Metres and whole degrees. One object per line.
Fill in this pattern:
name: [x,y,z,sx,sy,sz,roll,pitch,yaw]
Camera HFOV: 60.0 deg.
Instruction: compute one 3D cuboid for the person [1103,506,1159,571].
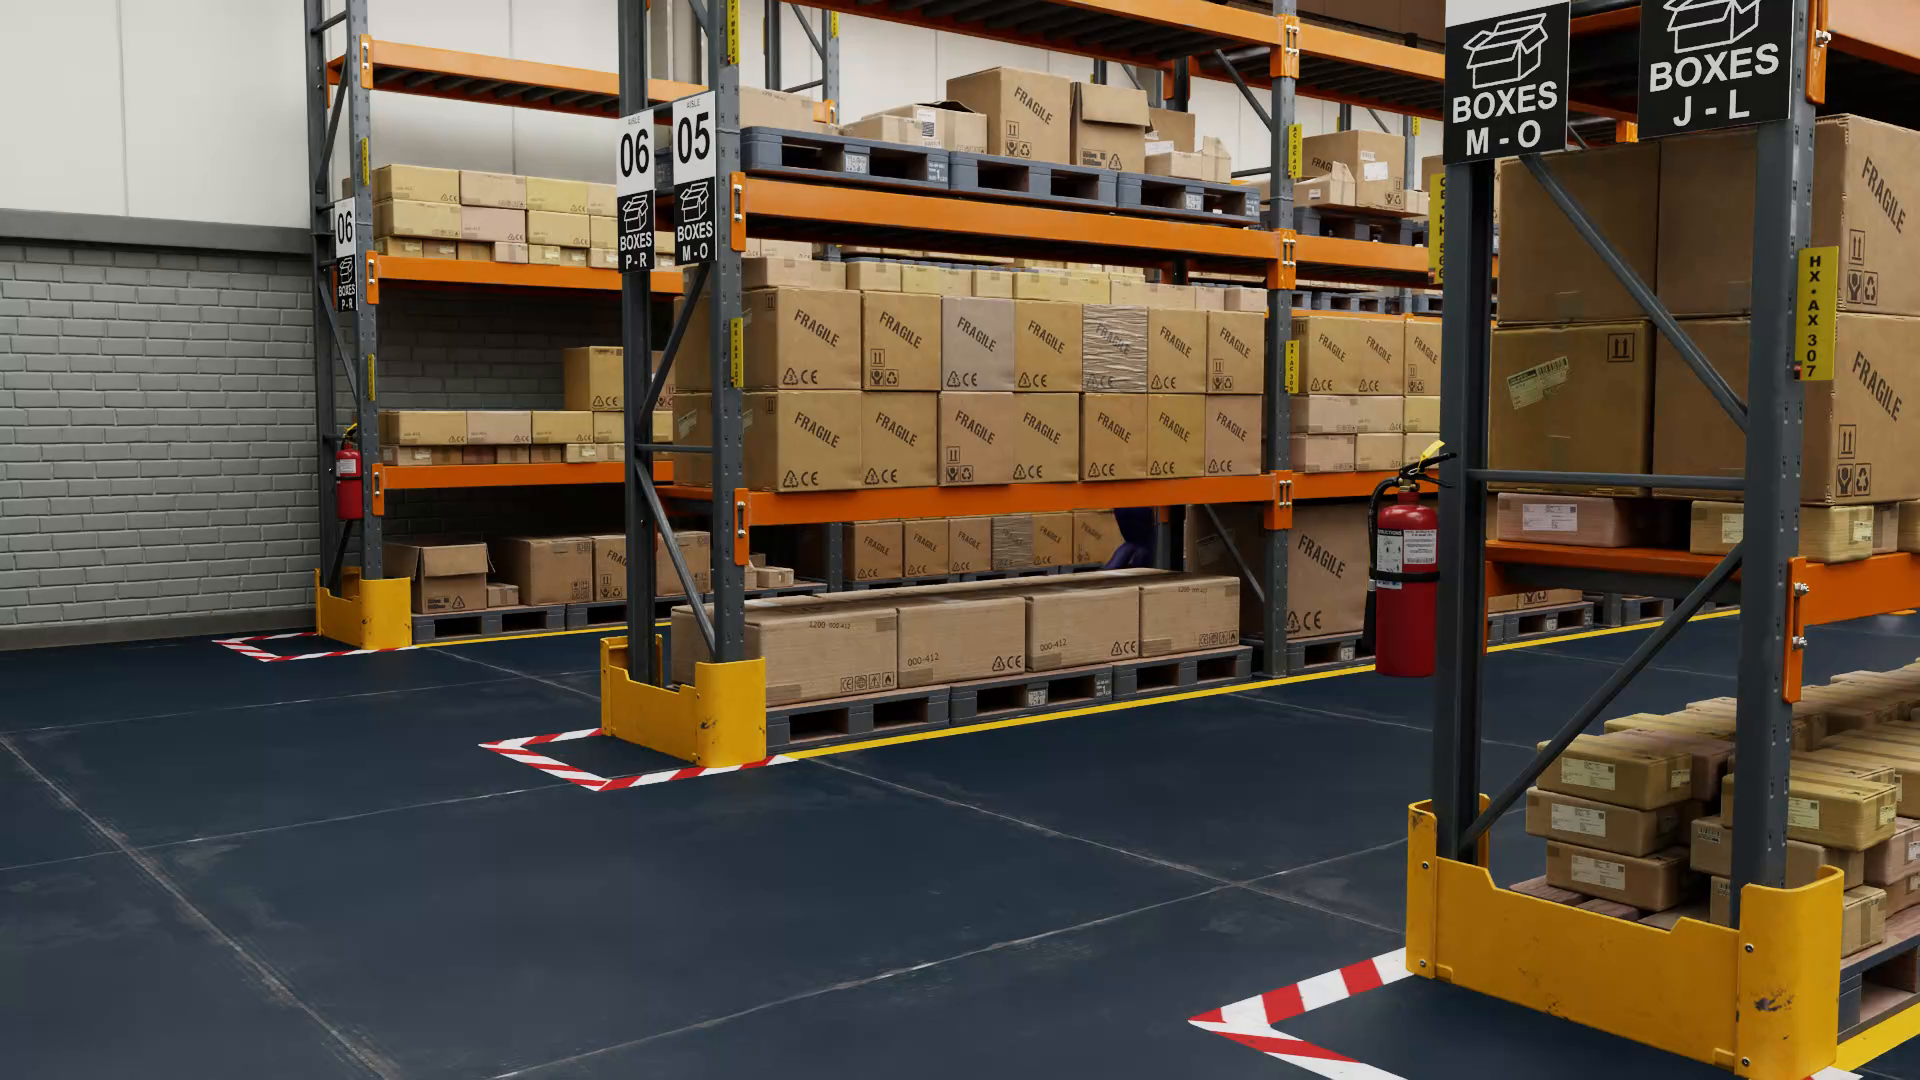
person: [1.530,-0.278,14.713,0.497,1.627,0.472,-4,6,-40]
